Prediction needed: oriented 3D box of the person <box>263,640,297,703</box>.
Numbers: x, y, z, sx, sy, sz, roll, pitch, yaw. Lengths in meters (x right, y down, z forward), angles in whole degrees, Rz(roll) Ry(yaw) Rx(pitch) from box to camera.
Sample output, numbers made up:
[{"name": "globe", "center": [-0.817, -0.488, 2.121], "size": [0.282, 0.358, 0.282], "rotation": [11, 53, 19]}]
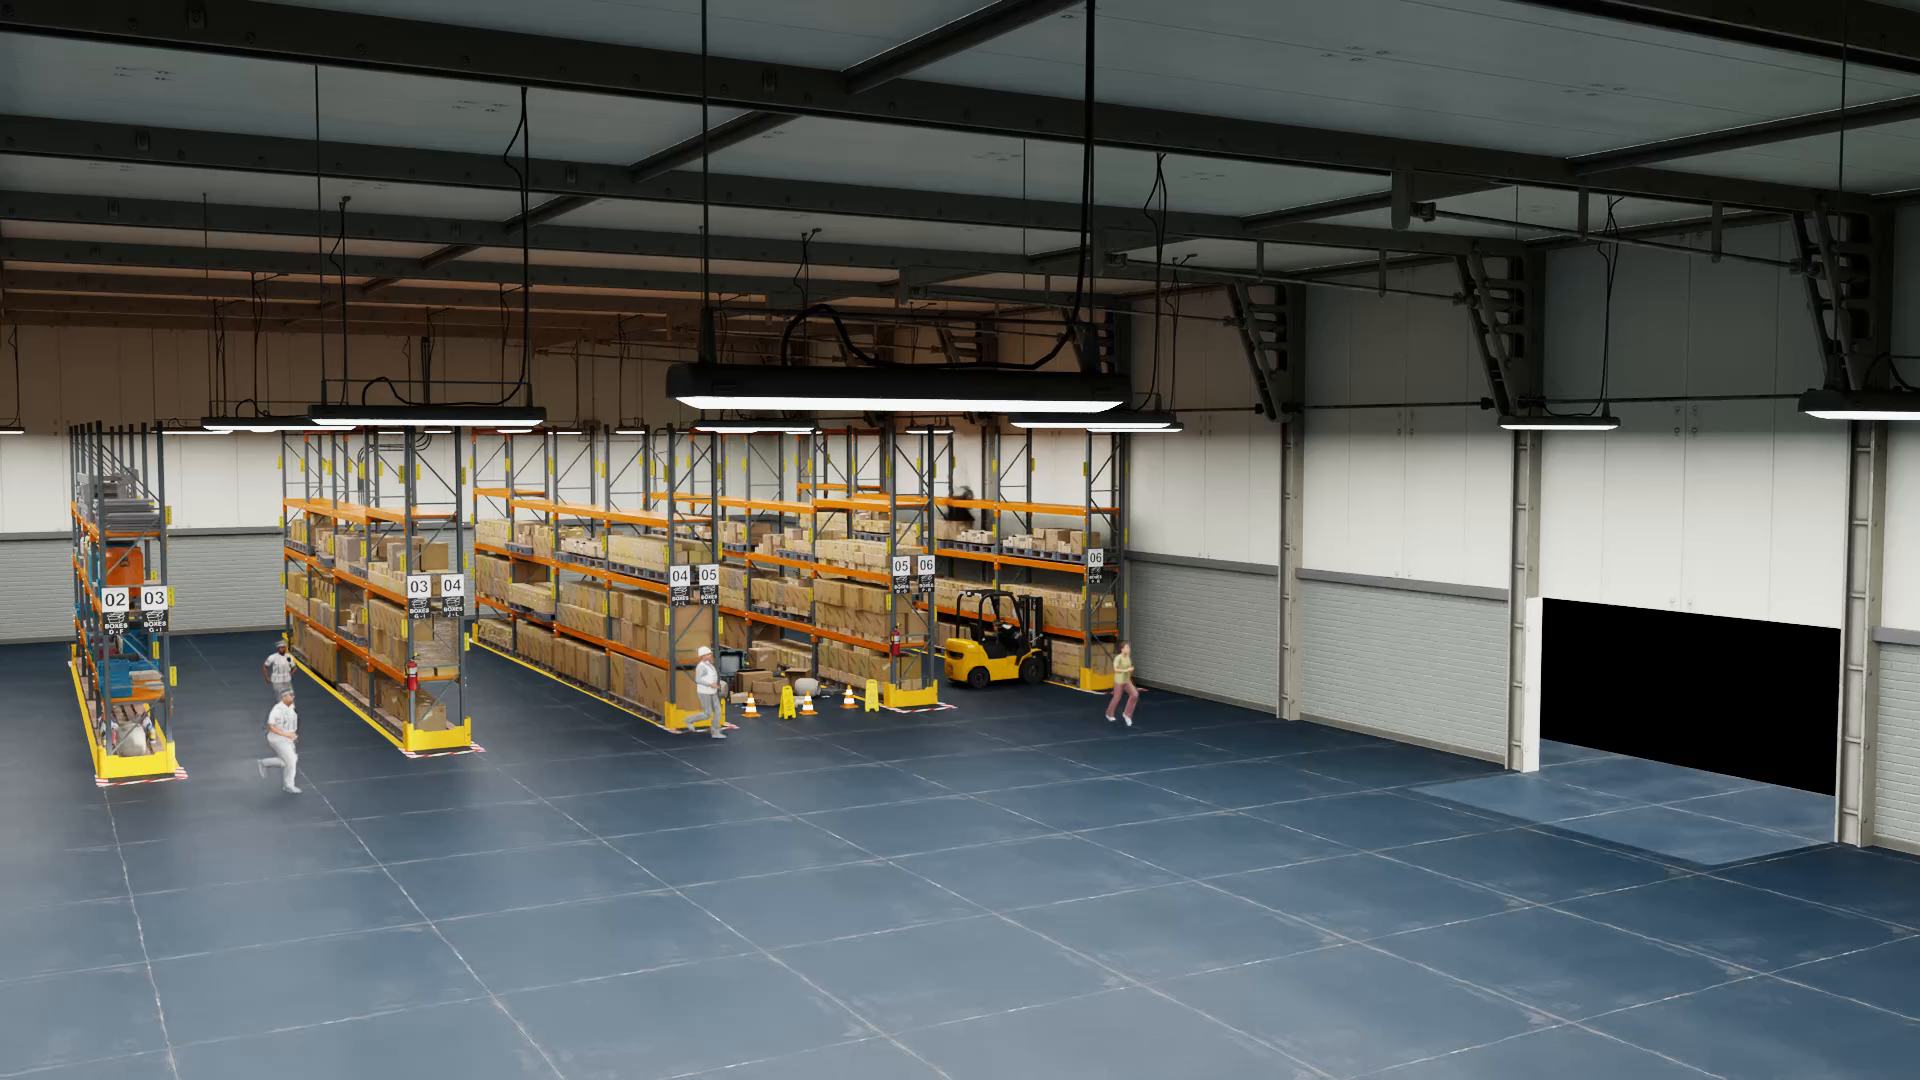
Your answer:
[{"name": "person", "center": [-13.446, 2.845, 32.949], "size": [0.589, 1.743, 0.796], "rotation": [-3, 5, -44]}]

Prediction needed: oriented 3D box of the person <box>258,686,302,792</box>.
[{"name": "person", "center": [-10.991, 3.224, 26.846], "size": [0.704, 1.751, 0.691], "rotation": [0, 4, 2]}]

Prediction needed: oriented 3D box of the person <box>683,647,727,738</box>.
[{"name": "person", "center": [-4.828, 2.897, 31.597], "size": [0.841, 1.751, 0.660], "rotation": [1, 4, 13]}]

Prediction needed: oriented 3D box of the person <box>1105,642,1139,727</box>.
[{"name": "person", "center": [3.194, 2.848, 33.070], "size": [0.601, 1.680, 0.802], "rotation": [-3, 5, -44]}]

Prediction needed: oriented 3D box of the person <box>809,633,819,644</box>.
[{"name": "person", "center": [-4.126, 2.036, 45.812], "size": [0.652, 1.680, 0.703], "rotation": [-3, 4, -37]}]
